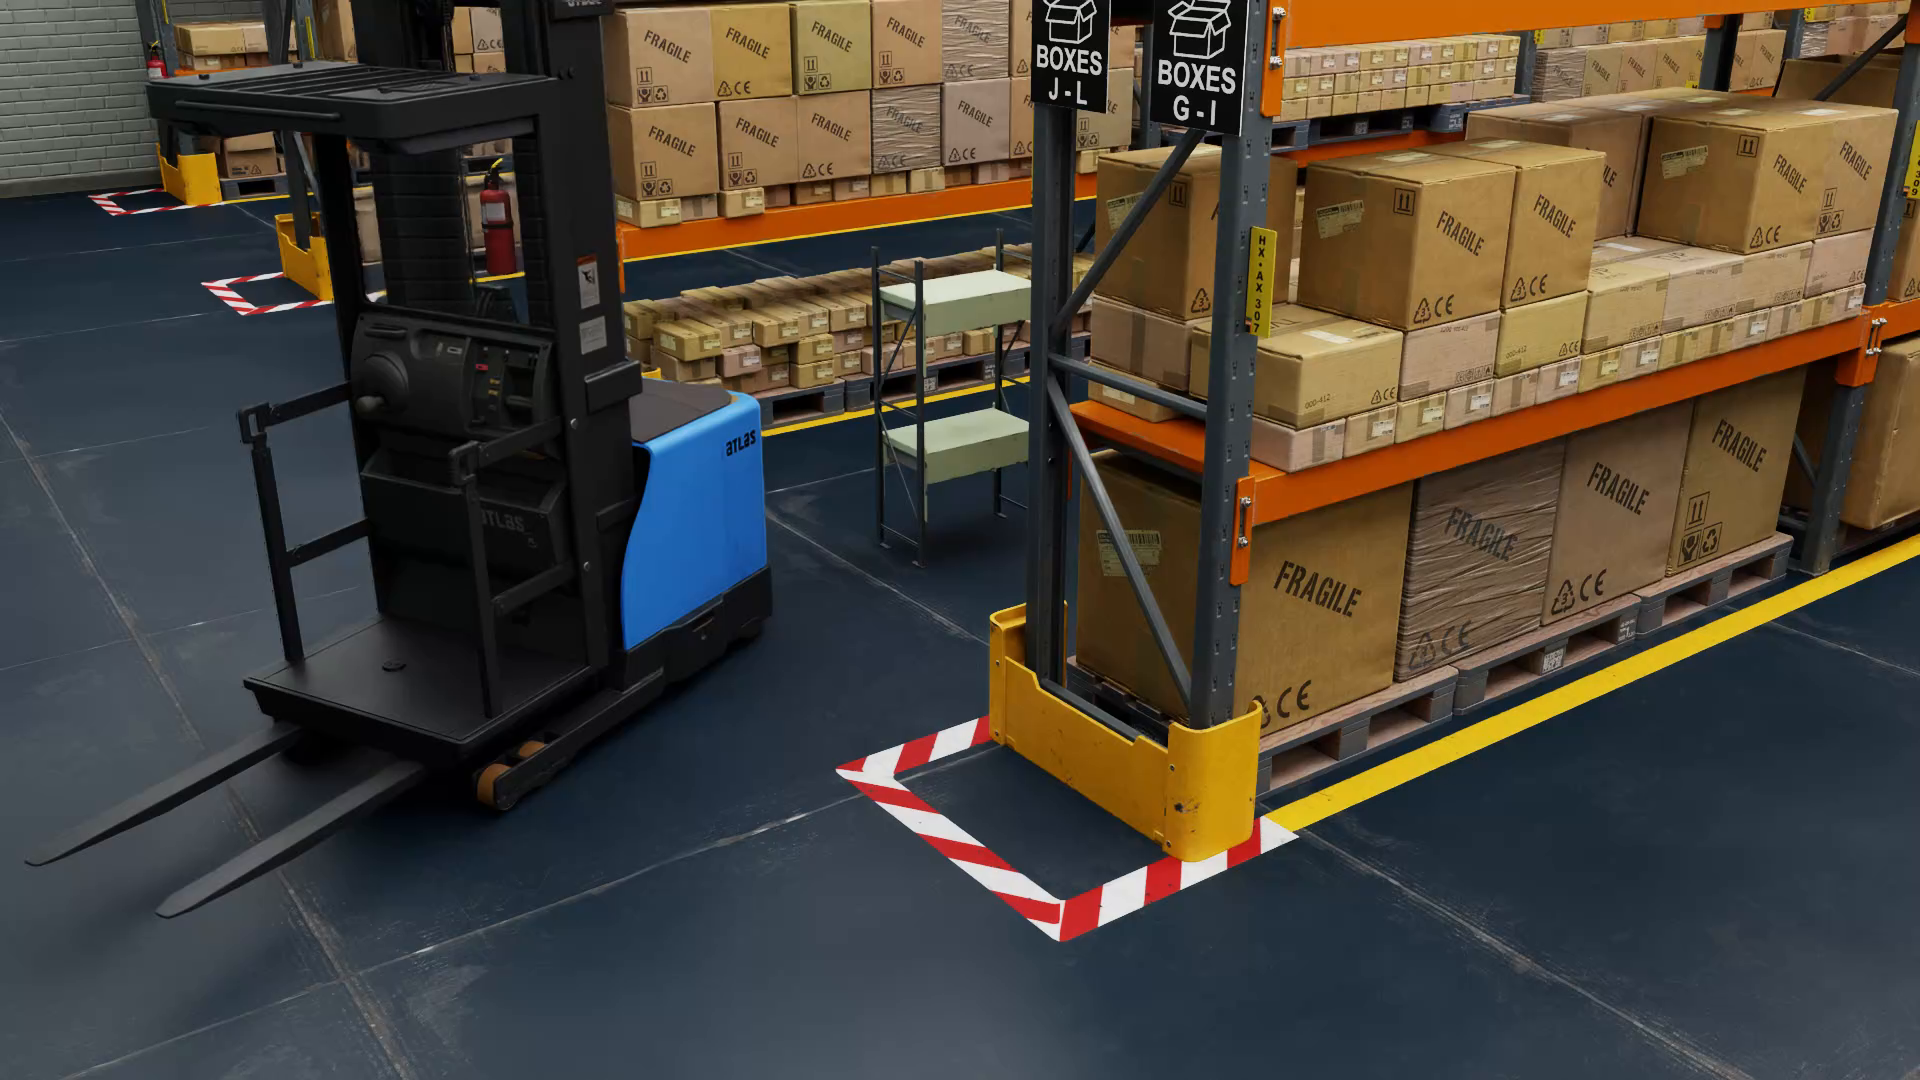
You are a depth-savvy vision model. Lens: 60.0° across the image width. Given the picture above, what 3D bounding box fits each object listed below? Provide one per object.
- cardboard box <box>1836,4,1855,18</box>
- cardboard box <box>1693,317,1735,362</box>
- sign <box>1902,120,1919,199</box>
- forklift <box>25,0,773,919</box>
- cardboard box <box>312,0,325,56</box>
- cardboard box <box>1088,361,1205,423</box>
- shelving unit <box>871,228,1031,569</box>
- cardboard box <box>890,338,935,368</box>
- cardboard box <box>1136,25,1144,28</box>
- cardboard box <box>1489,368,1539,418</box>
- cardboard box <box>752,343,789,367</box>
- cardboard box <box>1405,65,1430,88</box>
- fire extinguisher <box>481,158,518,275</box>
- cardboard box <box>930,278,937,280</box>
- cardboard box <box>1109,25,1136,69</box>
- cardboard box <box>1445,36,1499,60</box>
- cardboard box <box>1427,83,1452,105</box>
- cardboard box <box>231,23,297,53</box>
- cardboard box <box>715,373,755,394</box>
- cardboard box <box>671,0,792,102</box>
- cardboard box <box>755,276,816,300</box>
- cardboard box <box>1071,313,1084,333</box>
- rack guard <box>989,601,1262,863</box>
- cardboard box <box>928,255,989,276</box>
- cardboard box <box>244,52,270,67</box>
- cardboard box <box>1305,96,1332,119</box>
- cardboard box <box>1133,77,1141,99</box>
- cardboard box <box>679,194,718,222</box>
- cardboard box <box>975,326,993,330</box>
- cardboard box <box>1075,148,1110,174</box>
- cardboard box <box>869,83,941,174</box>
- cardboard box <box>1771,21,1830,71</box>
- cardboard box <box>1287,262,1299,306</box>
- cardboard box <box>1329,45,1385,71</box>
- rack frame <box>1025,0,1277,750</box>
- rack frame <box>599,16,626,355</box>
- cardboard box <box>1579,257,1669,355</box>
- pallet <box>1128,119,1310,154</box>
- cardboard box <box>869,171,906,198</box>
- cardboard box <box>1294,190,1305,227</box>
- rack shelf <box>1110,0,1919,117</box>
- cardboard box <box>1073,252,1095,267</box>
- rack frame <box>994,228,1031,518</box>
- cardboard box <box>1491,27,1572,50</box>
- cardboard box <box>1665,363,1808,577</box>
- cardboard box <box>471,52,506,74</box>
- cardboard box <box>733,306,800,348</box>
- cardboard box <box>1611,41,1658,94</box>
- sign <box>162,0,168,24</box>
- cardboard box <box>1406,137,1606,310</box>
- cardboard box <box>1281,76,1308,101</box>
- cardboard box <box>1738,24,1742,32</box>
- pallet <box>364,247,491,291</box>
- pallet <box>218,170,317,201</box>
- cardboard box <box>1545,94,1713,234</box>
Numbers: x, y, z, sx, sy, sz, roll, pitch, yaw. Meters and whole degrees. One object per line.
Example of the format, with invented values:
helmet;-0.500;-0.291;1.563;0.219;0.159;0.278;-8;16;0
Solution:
cardboard box;8.212;-5.412;16.252;0.550;0.550;0.875;-15;26;-33
cardboard box;2.944;-0.867;6.861;0.250;0.149;0.380;-14;26;-32
sign;4.160;-1.644;7.193;0.005;0.325;0.100;-15;26;-33
forklift;-1.960;-0.580;5.894;1.130;2.935;3.031;11;24;26
cardboard box;-4.947;-4.174;13.325;0.500;0.500;0.500;-14;26;-31
cardboard box;0.685;-0.565;6.104;0.250;0.149;0.380;-14;26;-32
shelving unit;0.005;-0.698;8.122;0.755;1.500;0.431;-15;26;-33
cardboard box;-0.367;-1.247;10.753;0.250;0.149;0.380;-15;26;-33
cardboard box;1.795;-5.626;17.345;0.500;0.500;0.500;-16;27;-34
cardboard box;1.902;-0.589;6.165;0.250;0.149;0.380;-16;27;-34
cardboard box;-1.249;-1.187;10.202;0.250;0.149;0.380;-15;26;-32
cardboard box;3.298;-3.501;12.493;0.250;0.149;0.380;-15;26;-33
fire extinguisher;-2.701;-1.895;9.705;0.183;0.674;0.296;-15;26;-33
cardboard box;-0.132;-1.573;10.768;0.250;0.149;0.380;-16;27;-35
cardboard box;0.797;-3.351;10.862;0.500;0.500;0.500;-16;27;-35
cardboard box;3.932;-3.808;12.862;0.250;0.149;0.380;-15;26;-33
cardboard box;3.520;-3.423;12.699;0.250;0.149;0.380;-15;26;-34
cardboard box;-7.167;-5.174;17.117;0.500;0.250;0.500;-15;26;-32
cardboard box;-1.450;-0.989;10.108;0.250;0.149;0.380;-15;26;-33
cardboard box;-1.301;-2.797;9.473;0.500;0.500;0.500;-14;26;-31
cardboard box;-1.139;-1.601;10.839;0.250;0.149;0.380;-14;26;-31
cardboard box;0.641;-1.538;11.483;0.250;0.149;0.380;-14;26;-31
rack guard;0.569;0.661;6.066;0.348;0.500;1.175;-15;26;-33
cardboard box;-0.013;-1.846;11.452;0.250;0.149;0.380;-16;27;-34
cardboard box;-7.302;-4.988;17.187;0.250;0.149;0.380;-15;26;-34
cardboard box;2.446;-3.135;11.977;0.250;0.149;0.380;-16;27;-35
cardboard box;1.228;-3.248;11.858;0.250;0.149;0.380;-14;26;-31
cardboard box;-1.590;-1.942;9.555;0.250;0.149;0.380;-14;26;-31
cardboard box;0.074;-1.519;11.035;0.250;0.149;0.380;-14;26;-32
cardboard box;0.780;-2.548;11.073;0.250;0.149;0.380;-16;27;-34
cardboard box;-0.466;-2.556;10.219;0.500;0.500;0.500;-16;27;-34
cardboard box;7.807;-4.770;16.101;0.550;0.550;0.875;-15;26;-33
cardboard box;1.239;-0.868;6.326;0.500;0.250;0.500;-15;26;-34
cardboard box;2.874;-3.527;12.157;0.250;0.149;0.380;-14;26;-31
rack frame;0.588;-0.506;5.616;0.127;3.000;1.000;-15;26;-33
rack frame;-2.227;-2.020;9.410;0.127;3.000;1.000;-15;26;-33
cardboard box;2.384;-0.933;6.489;0.500;0.250;0.500;-16;27;-34
pallet;1.726;-2.918;11.921;1.213;0.211;1.003;-15;26;-33
cardboard box;-0.536;-2.227;10.270;0.250;0.149;0.380;-14;26;-31
cardboard box;2.205;-2.464;12.319;0.500;0.250;0.500;-14;26;-31
rack shelf;2.212;-1.998;6.278;4.000;0.370;1.077;-15;26;-33
cardboard box;0.884;-1.877;11.531;0.250;0.149;0.380;-14;26;-31
rack frame;0.303;-0.777;8.321;0.023;1.500;0.400;-15;26;-33
cardboard box;4.638;-4.356;13.782;0.500;0.500;0.700;-15;26;-33
cardboard box;3.253;-0.461;7.804;0.875;0.875;0.875;-15;26;-33
cardboard box;-3.825;-3.774;13.671;0.500;0.500;0.500;-15;26;-33
cardboard box;-1.170;-1.290;10.059;0.250;0.149;0.380;-15;26;-33
cardboard box;5.610;-4.034;14.322;0.500;0.500;0.500;-15;26;-33
sign;-7.784;-5.218;16.258;0.005;0.325;0.100;-15;26;-33
cardboard box;1.958;-1.167;6.063;0.500;0.500;0.500;-16;27;-34
cardboard box;2.238;-3.218;11.785;0.250;0.149;0.380;-16;27;-35
cardboard box;6.698;-4.907;15.161;0.500;0.500;0.700;-15;26;-34
pallet;-4.596;-2.388;14.097;1.213;0.211;1.003;-15;26;-33
pallet;-7.393;-3.874;17.819;1.213;0.211;1.003;-15;26;-33
cardboard box;2.893;-1.657;7.291;0.500;0.500;0.500;-15;26;-33
